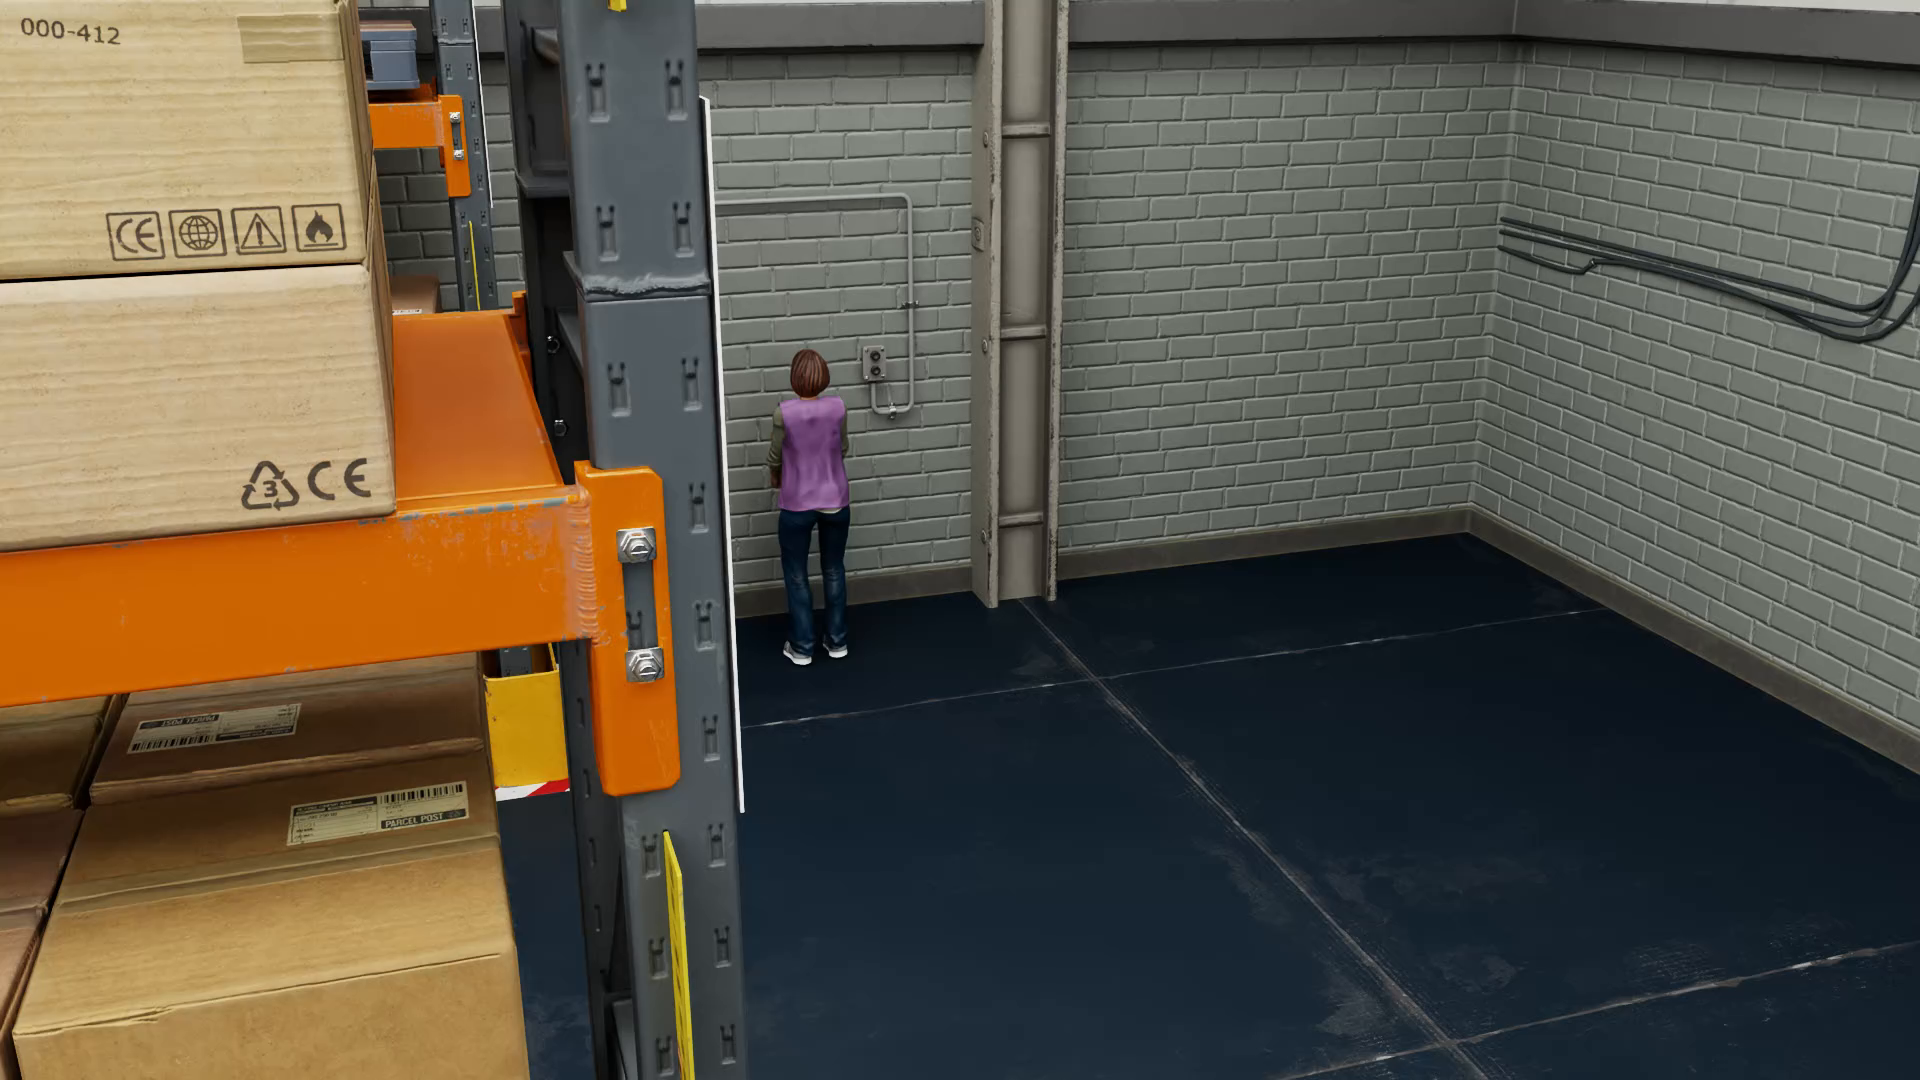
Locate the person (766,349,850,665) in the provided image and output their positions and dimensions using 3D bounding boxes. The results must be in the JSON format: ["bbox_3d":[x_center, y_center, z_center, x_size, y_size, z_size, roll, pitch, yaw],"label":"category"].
[{"bbox_3d":[-0.734,-0.184,8.111,0.406,1.588,0.495,-6,20,-17],"label":"person"}]
